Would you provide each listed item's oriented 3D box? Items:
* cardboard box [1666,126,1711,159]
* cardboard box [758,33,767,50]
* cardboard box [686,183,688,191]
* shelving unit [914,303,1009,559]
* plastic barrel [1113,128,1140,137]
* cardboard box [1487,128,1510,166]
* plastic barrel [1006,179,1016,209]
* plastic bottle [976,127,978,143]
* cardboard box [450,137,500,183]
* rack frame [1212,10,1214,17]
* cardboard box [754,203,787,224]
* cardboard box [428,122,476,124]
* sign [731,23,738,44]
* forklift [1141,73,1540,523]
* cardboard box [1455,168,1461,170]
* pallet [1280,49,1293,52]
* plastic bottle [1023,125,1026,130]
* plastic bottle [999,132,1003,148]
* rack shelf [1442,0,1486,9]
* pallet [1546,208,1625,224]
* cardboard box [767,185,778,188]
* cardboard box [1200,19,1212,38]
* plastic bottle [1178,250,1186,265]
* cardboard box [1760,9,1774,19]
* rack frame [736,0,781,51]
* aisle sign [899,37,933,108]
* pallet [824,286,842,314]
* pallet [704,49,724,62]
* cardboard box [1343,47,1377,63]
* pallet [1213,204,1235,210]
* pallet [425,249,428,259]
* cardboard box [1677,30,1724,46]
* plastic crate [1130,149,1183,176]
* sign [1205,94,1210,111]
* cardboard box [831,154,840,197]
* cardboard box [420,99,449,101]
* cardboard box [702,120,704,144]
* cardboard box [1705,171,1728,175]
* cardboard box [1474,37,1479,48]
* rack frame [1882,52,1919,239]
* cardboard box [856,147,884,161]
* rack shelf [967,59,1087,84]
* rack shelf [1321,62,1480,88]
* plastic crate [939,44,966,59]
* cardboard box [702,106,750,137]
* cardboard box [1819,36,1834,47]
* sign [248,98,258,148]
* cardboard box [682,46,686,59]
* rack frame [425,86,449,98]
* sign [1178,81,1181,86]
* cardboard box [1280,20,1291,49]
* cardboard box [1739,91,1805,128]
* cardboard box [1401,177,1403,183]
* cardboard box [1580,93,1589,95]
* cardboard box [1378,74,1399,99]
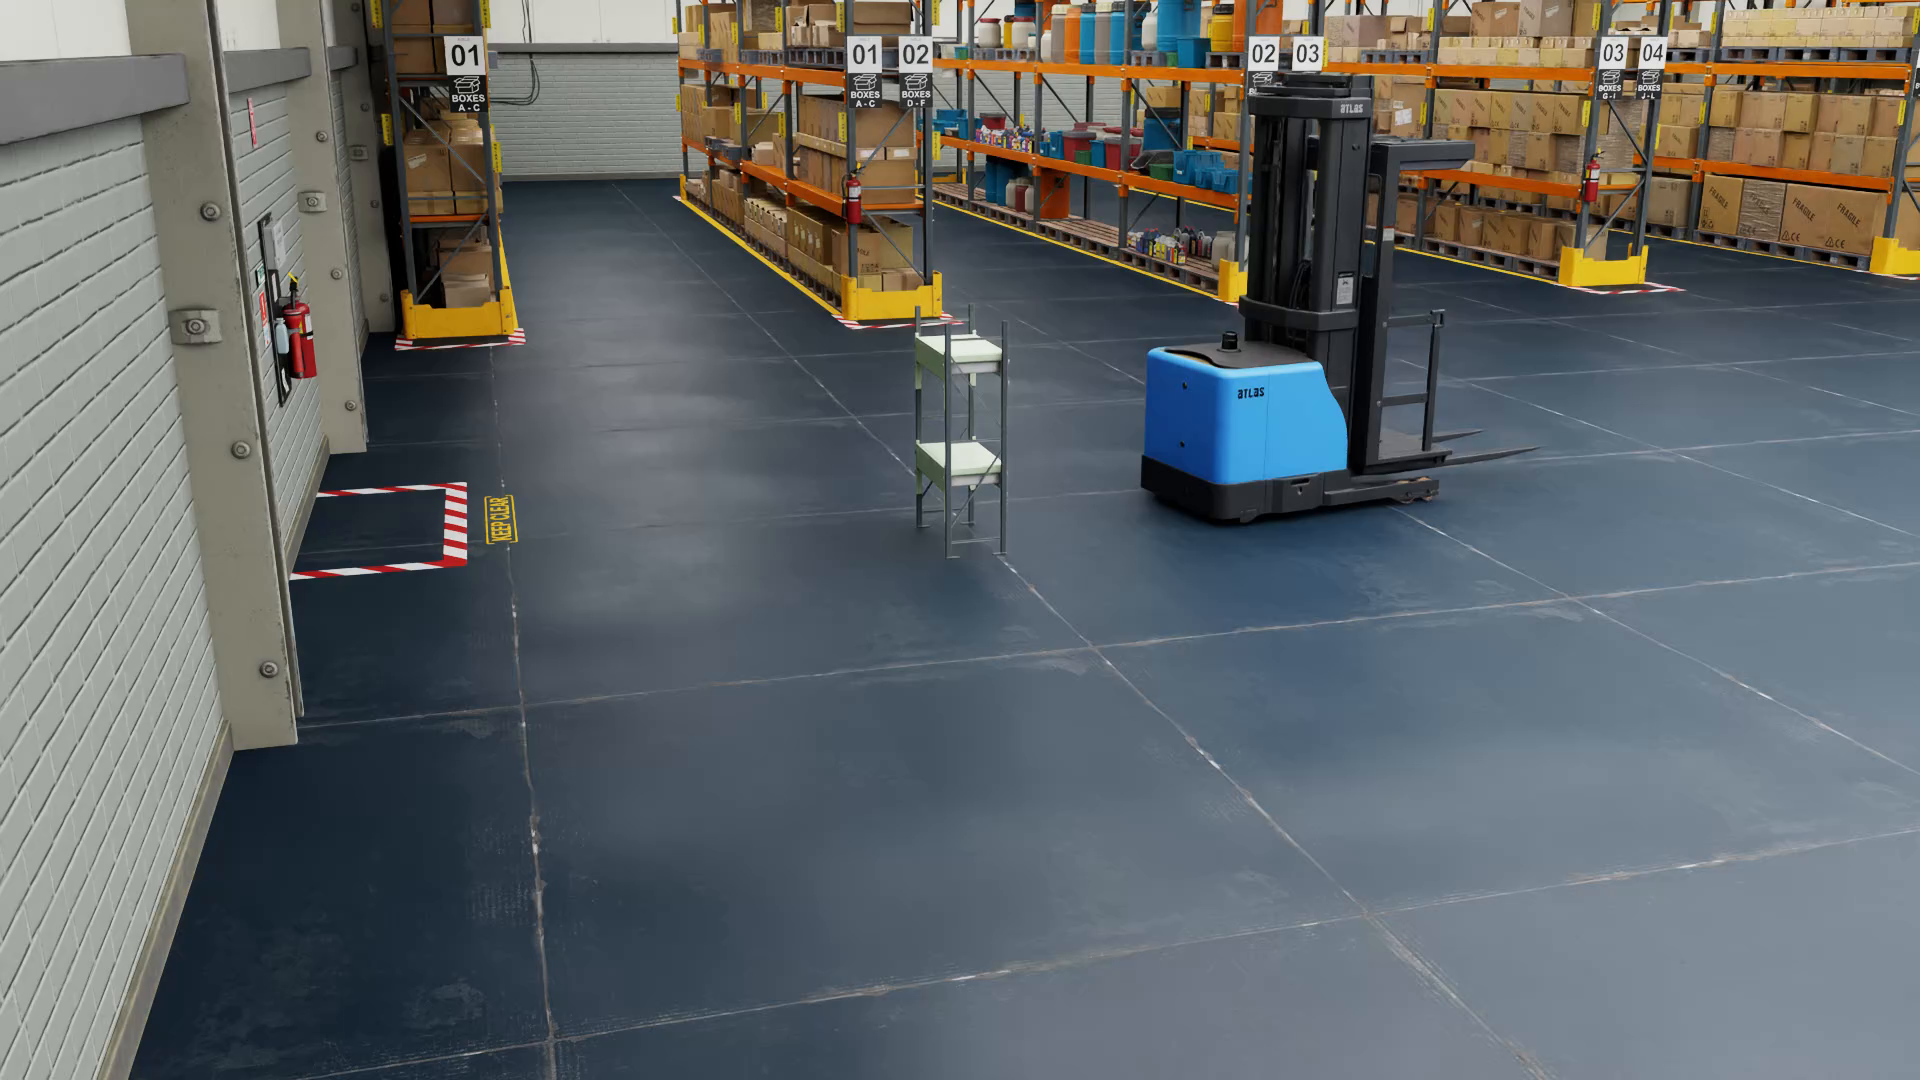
[{"bbox_3d":[12.006,-6.536,27.323,0.500,0.500,0.500,-5,17,-16],"label":"cardboard box"},{"bbox_3d":[-2.837,-7.770,25.921,0.500,0.250,0.500,-6,18,-19],"label":"cardboard box"},{"bbox_3d":[-5.361,-7.179,33.799,0.380,0.166,0.250,-5,17,-15],"label":"cardboard box"},{"bbox_3d":[0.002,-0.716,10.730,0.431,1.500,0.755,-5,17,-15],"label":"shelving unit"},{"bbox_3d":[2.593,-6.159,26.006,0.433,0.535,0.433,0,17,0],"label":"plastic barrel"},{"bbox_3d":[8.109,-5.649,23.852,0.875,0.500,0.500,-5,17,-15],"label":"cardboard box"},{"bbox_3d":[1.046,-6.321,30.374,0.421,0.512,0.421,0,17,0],"label":"plastic barrel"},{"bbox_3d":[0.339,-7.631,31.345,0.061,0.283,0.133,-5,17,-15],"label":"plastic bottle"},{"bbox_3d":[-5.684,-4.453,19.485,0.500,0.500,0.500,-5,18,-17],"label":"cardboard box"},{"bbox_3d":[5.411,-11.087,32.219,1.000,3.000,0.127,-5,17,-15],"label":"rack frame"},{"bbox_3d":[-2.864,-5.024,25.537,0.500,0.311,0.500,-5,17,-17],"label":"cardboard box"},{"bbox_3d":[-7.275,-5.719,23.838,0.700,0.500,0.500,-5,17,-15],"label":"cardboard box"},{"bbox_3d":[-3.538,-7.967,26.147,0.100,0.325,0.005,-5,17,-15],"label":"sign"},{"bbox_3d":[2.859,-1.788,11.809,3.031,2.935,1.130,-8,18,-25],"label":"forklift"},{"bbox_3d":[7.609,-5.592,24.790,0.380,0.149,0.250,-5,17,-15],"label":"cardboard box"},{"bbox_3d":[6.282,-8.627,29.573,1.213,0.211,1.003,-4,17,-13],"label":"pallet"},{"bbox_3d":[1.216,-7.570,31.025,0.144,0.351,0.185,-5,17,-15],"label":"plastic bottle"},{"bbox_3d":[0.760,-7.221,30.000,0.097,0.271,0.097,0,17,0],"label":"plastic bottle"},{"bbox_3d":[10.757,-10.362,31.750,1.077,0.370,4.000,-5,17,-15],"label":"rack shelf"},{"bbox_3d":[11.451,-5.912,30.266,1.003,0.211,1.213,-5,17,-15],"label":"pallet"},{"bbox_3d":[-3.297,-5.914,29.008,0.500,0.500,0.500,-5,18,-17],"label":"cardboard box"},{"bbox_3d":[5.138,-10.159,33.266,0.700,0.500,0.500,-6,18,-19],"label":"cardboard box"},{"bbox_3d":[3.020,-3.847,22.643,0.097,0.201,0.097,0,17,0],"label":"plastic bottle"},{"bbox_3d":[12.390,-7.974,25.216,0.380,0.149,0.250,-5,17,-16],"label":"cardboard box"},{"bbox_3d":[-3.016,-9.198,25.931,1.000,3.000,0.127,-5,17,-15],"label":"rack frame"},{"bbox_3d":[-0.505,-5.363,19.074,0.394,0.787,0.004,-5,17,-15],"label":"aisle sign"},{"bbox_3d":[-1.068,-2.985,20.522,1.003,0.211,1.213,-5,17,-15],"label":"pallet"},{"bbox_3d":[-3.715,-8.305,28.500,1.213,0.211,1.003,-5,17,-15],"label":"pallet"},{"bbox_3d":[6.686,-8.038,27.545,0.500,0.250,0.500,-4,17,-14],"label":"cardboard box"},{"bbox_3d":[5.695,-6.671,32.792,1.003,0.211,1.213,-5,17,-15],"label":"pallet"},{"bbox_3d":[-7.233,-4.044,24.047,1.003,0.211,1.213,-5,17,-15],"label":"pallet"},{"bbox_3d":[12.058,-8.161,27.051,0.500,0.250,0.500,-5,17,-15],"label":"cardboard box"},{"bbox_3d":[2.869,-5.425,23.905,0.767,0.338,0.504,-5,17,-15],"label":"plastic crate"},{"bbox_3d":[4.878,-8.622,32.798,0.100,0.325,0.005,-5,17,-15],"label":"sign"},{"bbox_3d":[-1.213,-4.573,20.787,0.700,0.500,0.500,-5,17,-15],"label":"cardboard box"},{"bbox_3d":[-8.708,-7.167,27.570,0.500,0.250,0.500,-5,18,-17],"label":"cardboard box"},{"bbox_3d":[-4.499,-7.597,30.856,0.500,0.500,0.500,-4,17,-14],"label":"cardboard box"},{"bbox_3d":[15.687,-7.519,33.732,0.875,0.875,0.875,-4,17,-15],"label":"cardboard box"},{"bbox_3d":[7.704,-7.233,24.169,0.380,0.149,0.250,-4,17,-14],"label":"cardboard box"},{"bbox_3d":[13.505,-5.258,23.244,1.000,3.000,0.127,-5,17,-15],"label":"rack frame"},{"bbox_3d":[-1.106,-4.561,19.622,0.380,0.149,0.250,-5,17,-16],"label":"cardboard box"},{"bbox_3d":[1.198,-8.361,29.608,1.077,0.370,4.000,-5,17,-15],"label":"rack shelf"},{"bbox_3d":[7.060,-7.646,27.228,1.077,0.370,4.000,-5,17,-15],"label":"rack shelf"},{"bbox_3d":[-0.138,-9.671,32.925,0.437,0.282,0.530,-5,17,-15],"label":"plastic crate"},{"bbox_3d":[-4.200,-7.532,29.908,0.700,0.500,0.500,-12,20,-34],"label":"cardboard box"},{"bbox_3d":[12.739,-7.240,24.161,0.380,0.149,0.250,-5,17,-15],"label":"cardboard box"},{"bbox_3d":[-4.406,-2.599,10.359,0.001,0.298,0.199,-5,17,-15],"label":"sign"},{"bbox_3d":[-5.193,-9.601,32.747,0.500,0.250,0.500,-5,17,-15],"label":"cardboard box"},{"bbox_3d":[-9.976,-8.145,32.854,1.000,3.000,0.127,-5,17,-15],"label":"rack frame"},{"bbox_3d":[4.837,-10.027,36.694,0.100,0.325,0.005,-5,17,-15],"label":"sign"},{"bbox_3d":[5.951,-9.188,30.206,0.500,0.500,0.500,-4,17,-12],"label":"cardboard box"},{"bbox_3d":[12.737,-6.706,25.926,0.875,0.550,0.550,-5,17,-15],"label":"cardboard box"},{"bbox_3d":[9.691,-7.724,35.677,0.380,0.149,0.250,-5,17,-17],"label":"cardboard box"},{"bbox_3d":[8.689,-5.876,22.871,0.500,0.500,0.500,-5,17,-15],"label":"cardboard box"},{"bbox_3d":[9.386,-9.783,35.877,0.500,0.500,0.500,-5,18,-17],"label":"cardboard box"}]
